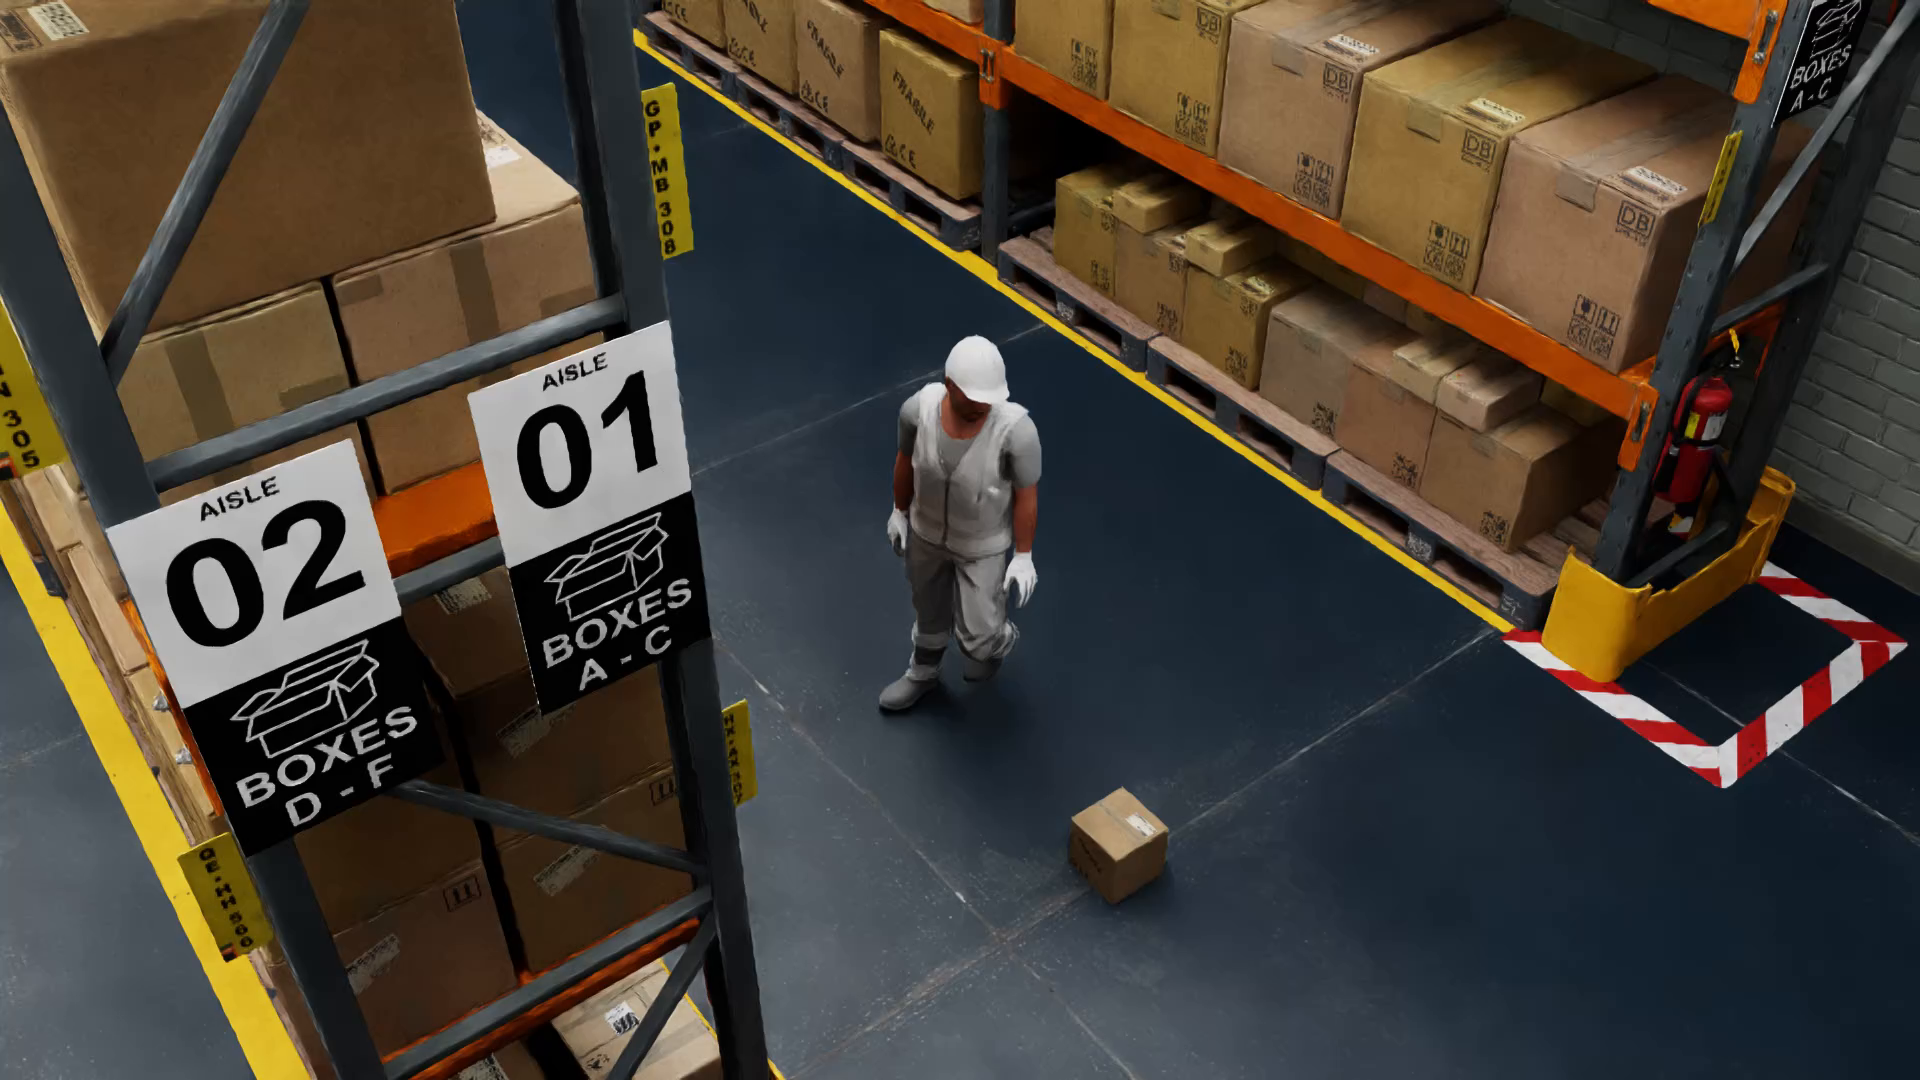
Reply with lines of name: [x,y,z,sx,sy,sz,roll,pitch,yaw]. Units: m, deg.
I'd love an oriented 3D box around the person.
person: [0.035,-0.032,6.173,0.633,1.771,0.509,19,43,21]
